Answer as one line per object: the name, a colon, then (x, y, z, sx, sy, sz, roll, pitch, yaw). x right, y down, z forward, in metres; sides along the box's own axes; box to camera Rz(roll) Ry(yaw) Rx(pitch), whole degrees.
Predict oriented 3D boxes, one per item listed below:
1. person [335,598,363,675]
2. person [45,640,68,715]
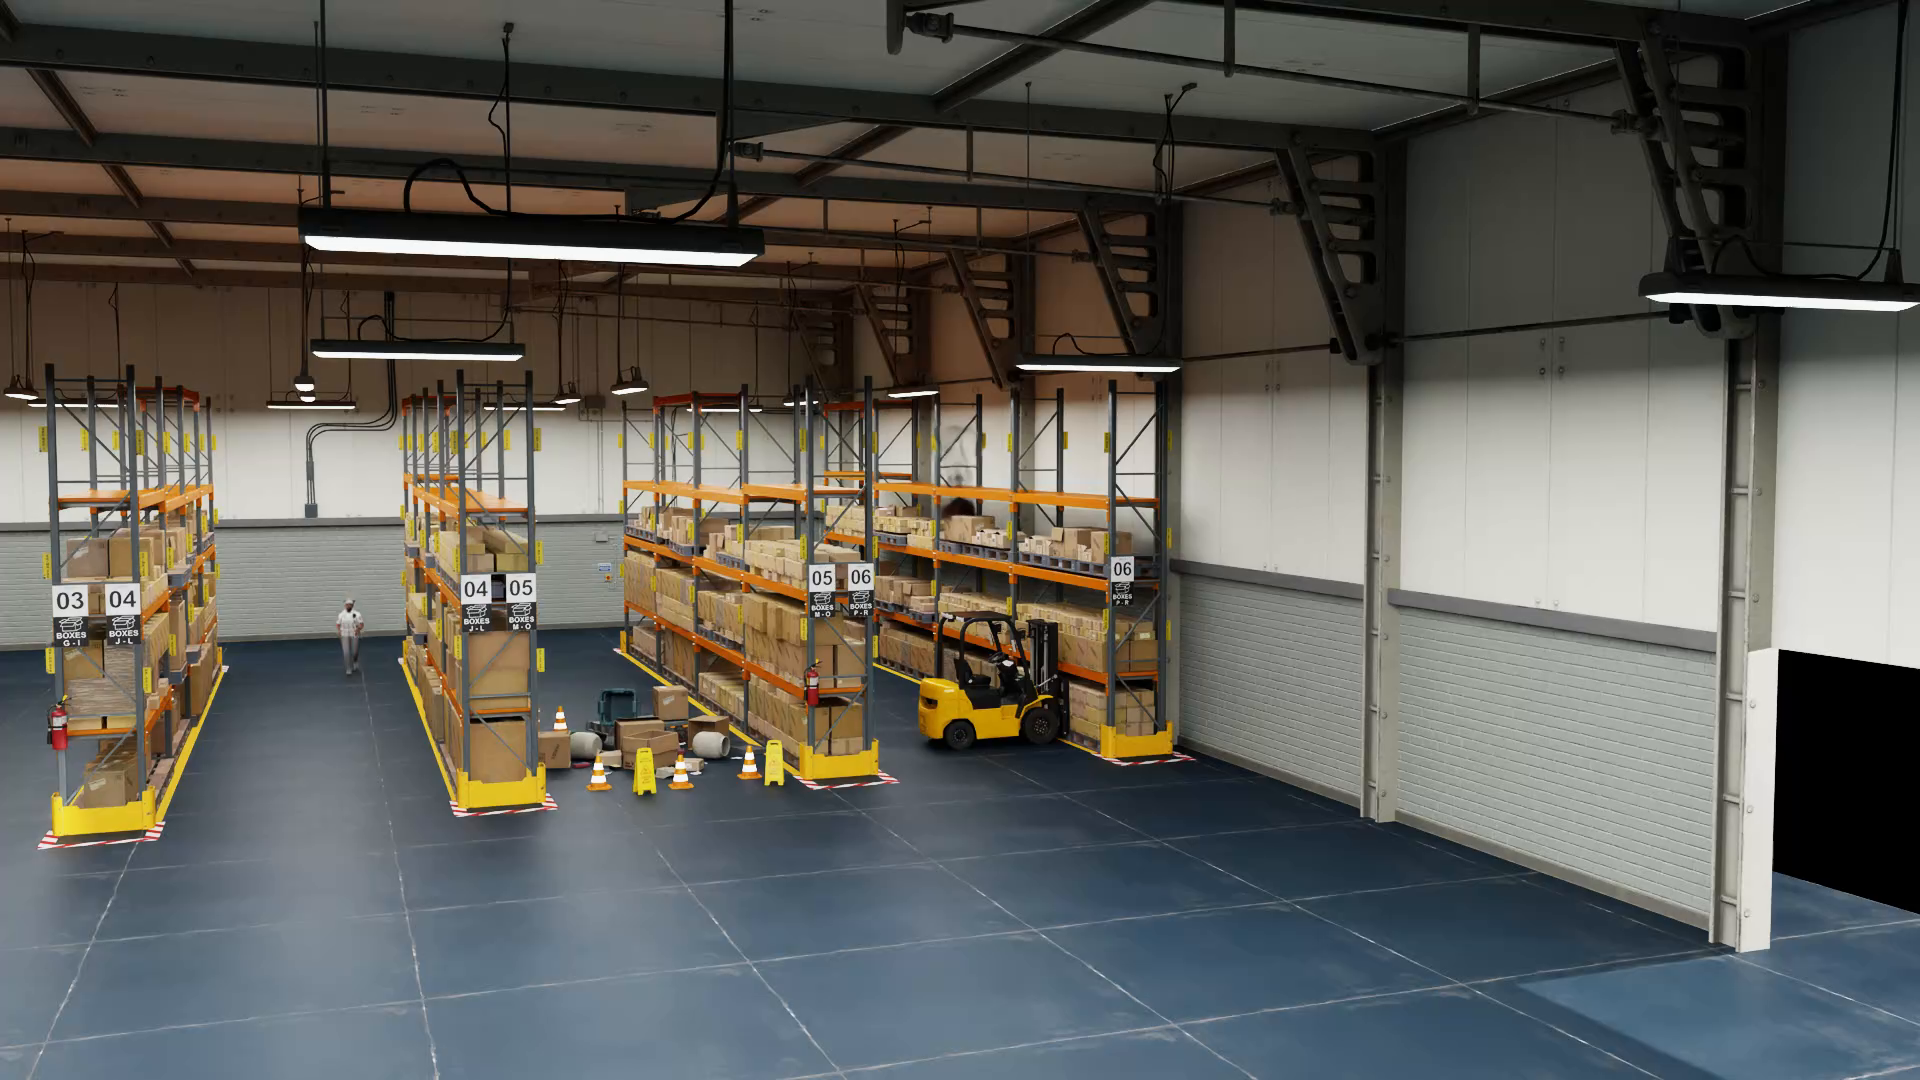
person: (-13.210, 2.074, 35.964, 0.573, 1.649, 0.566, -1, 3, -16)
person: (-16.410, 2.392, 30.465, 0.661, 1.682, 0.585, -1, 3, -14)
